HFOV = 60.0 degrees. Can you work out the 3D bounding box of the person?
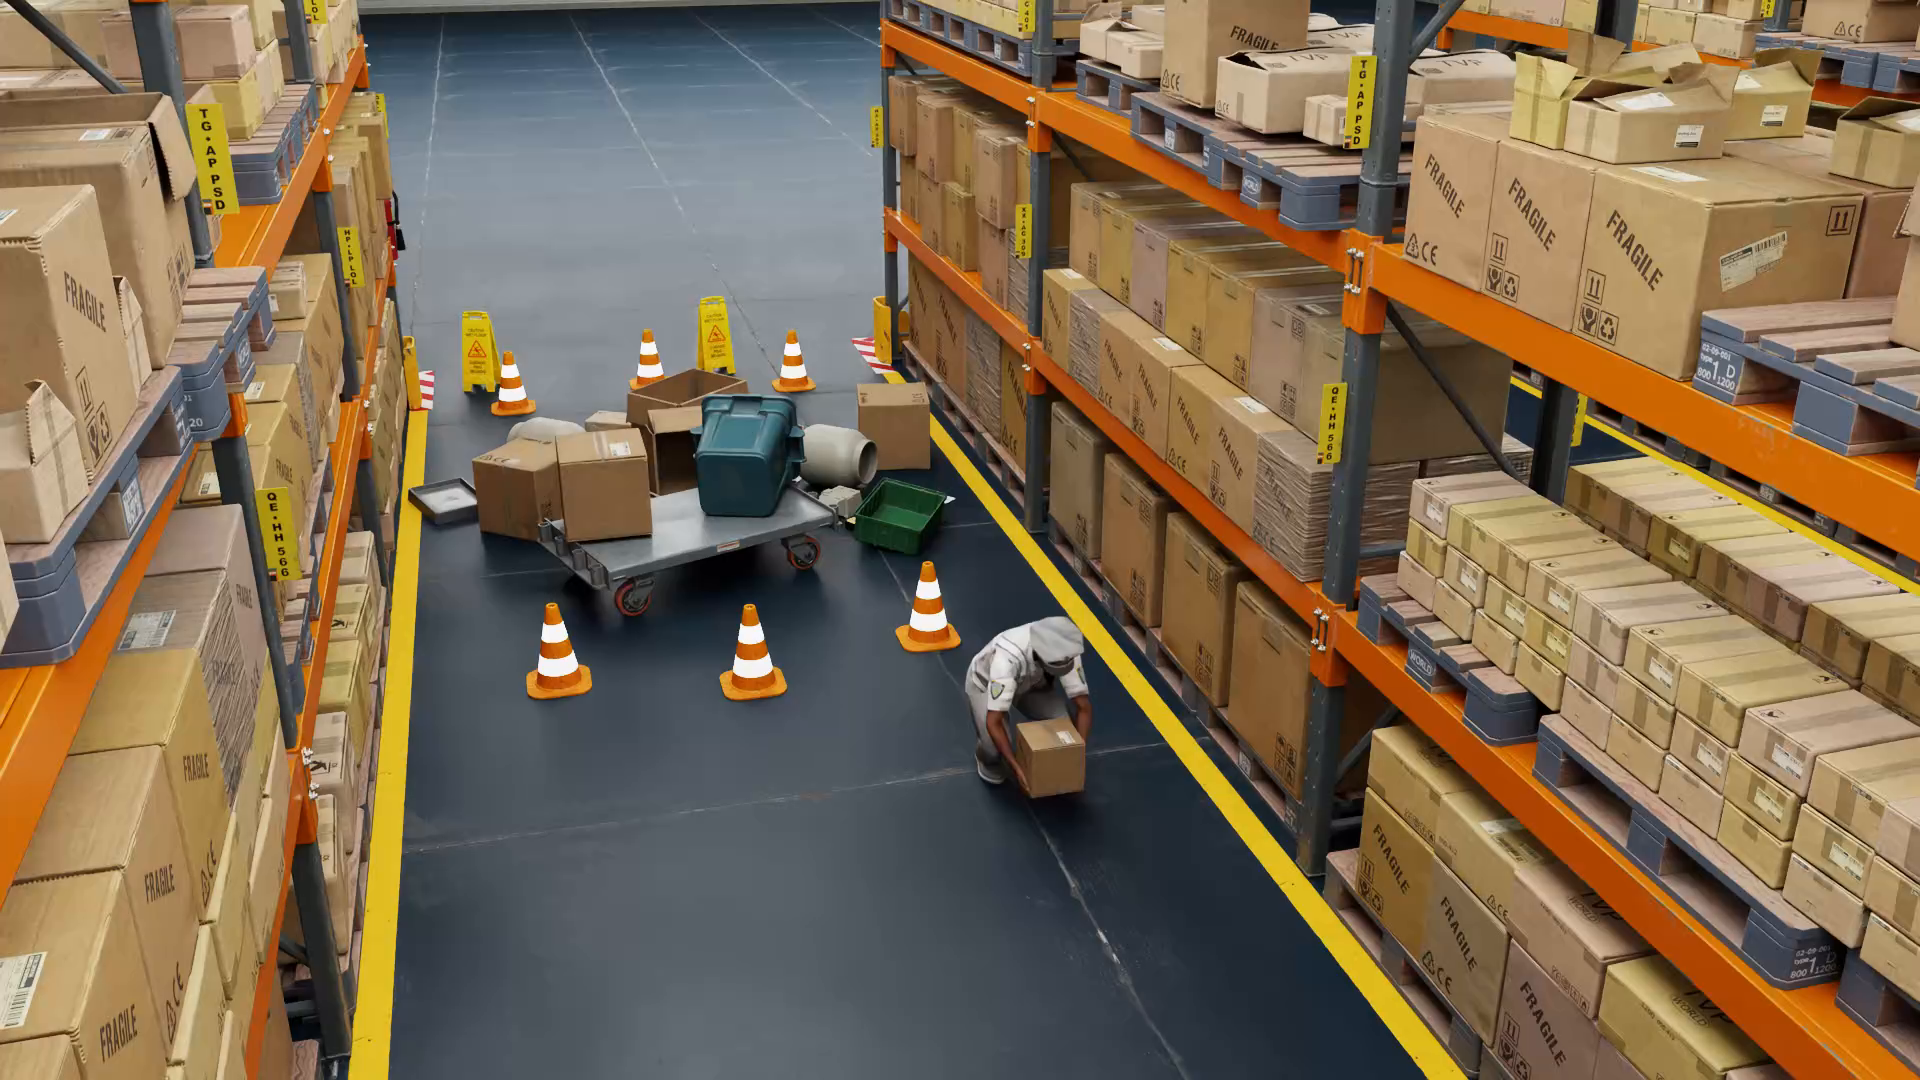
[{"bbox_3d":[0.319,0.730,7.812,0.514,0.949,0.837,-6,24,-15],"label":"person"}]
